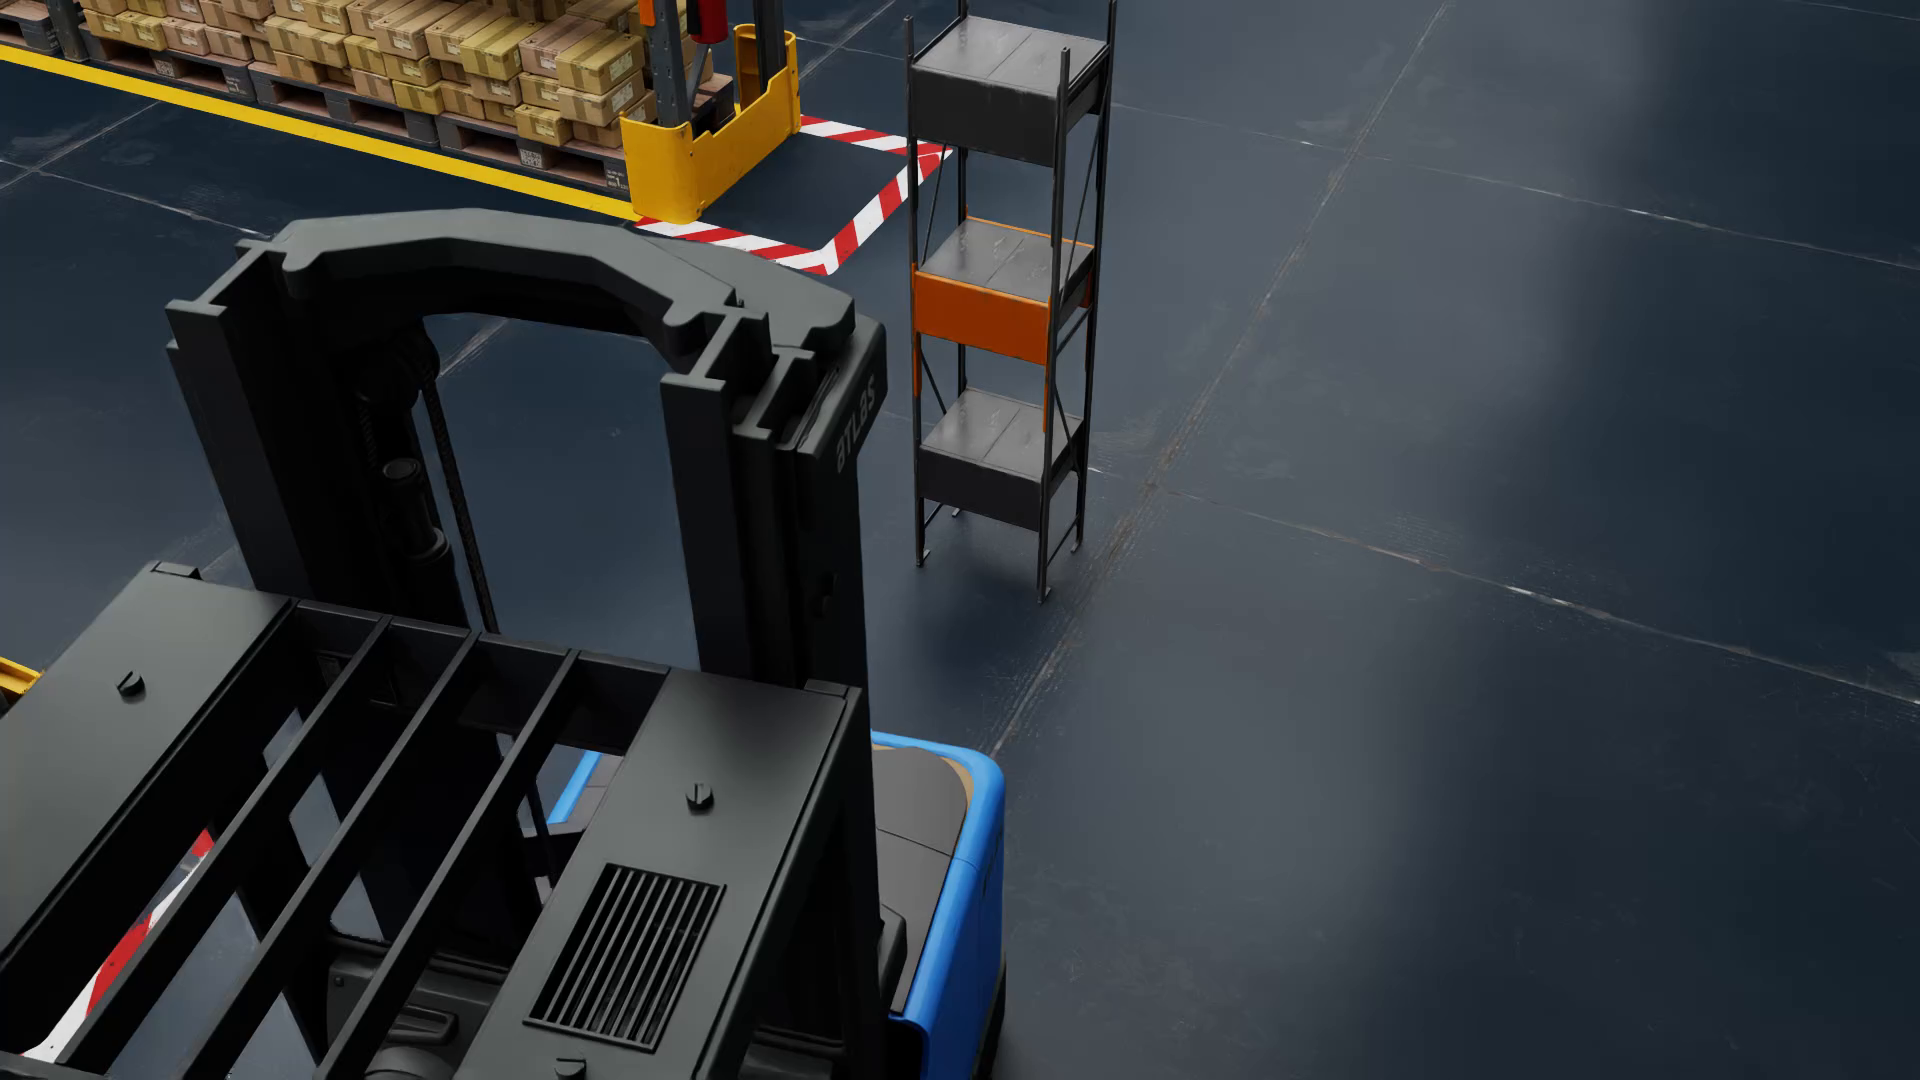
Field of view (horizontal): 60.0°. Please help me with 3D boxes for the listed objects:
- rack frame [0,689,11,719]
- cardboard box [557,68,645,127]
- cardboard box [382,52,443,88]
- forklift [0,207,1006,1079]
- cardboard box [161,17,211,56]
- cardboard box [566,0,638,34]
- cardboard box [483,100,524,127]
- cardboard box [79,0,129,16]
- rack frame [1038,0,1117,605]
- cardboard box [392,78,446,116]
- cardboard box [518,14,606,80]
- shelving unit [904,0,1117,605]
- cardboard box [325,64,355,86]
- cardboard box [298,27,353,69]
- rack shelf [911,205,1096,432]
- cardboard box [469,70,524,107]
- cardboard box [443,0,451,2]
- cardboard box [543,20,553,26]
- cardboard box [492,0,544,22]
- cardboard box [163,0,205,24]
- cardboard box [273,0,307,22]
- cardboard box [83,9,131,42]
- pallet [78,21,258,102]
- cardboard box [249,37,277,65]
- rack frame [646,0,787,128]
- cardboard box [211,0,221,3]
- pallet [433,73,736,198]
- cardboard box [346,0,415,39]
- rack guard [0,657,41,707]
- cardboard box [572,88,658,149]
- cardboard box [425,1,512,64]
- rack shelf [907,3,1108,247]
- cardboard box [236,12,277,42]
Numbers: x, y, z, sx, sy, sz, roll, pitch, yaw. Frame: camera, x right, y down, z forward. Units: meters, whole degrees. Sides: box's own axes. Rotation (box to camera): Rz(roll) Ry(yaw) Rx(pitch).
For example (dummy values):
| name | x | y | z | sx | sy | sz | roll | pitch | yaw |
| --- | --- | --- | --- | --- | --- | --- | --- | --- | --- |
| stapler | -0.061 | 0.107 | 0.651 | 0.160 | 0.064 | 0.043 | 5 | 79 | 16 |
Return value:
| name | x | y | z | sx | sy | sz | roll | pitch | yaw |
| --- | --- | --- | --- | --- | --- | --- | --- | --- | --- |
| rack frame | -3.148 | -0.042 | 4.008 | 0.127 | 3.000 | 1.000 | 17 | 44 | 19 |
| cardboard box | -1.746 | -2.179 | 8.102 | 0.250 | 0.149 | 0.380 | 16 | 43 | 18 |
| cardboard box | -2.692 | -2.457 | 8.424 | 0.250 | 0.149 | 0.380 | 18 | 44 | 19 |
| forklift | -0.728 | 1.082 | 2.763 | 1.130 | 2.935 | 3.031 | 9 | 42 | 10 |
| cardboard box | -4.089 | -2.794 | 9.039 | 0.250 | 0.149 | 0.380 | 17 | 44 | 18 |
| cardboard box | -1.779 | -2.666 | 8.438 | 0.250 | 0.149 | 0.380 | 18 | 44 | 19 |
| cardboard box | -2.191 | -2.247 | 8.408 | 0.250 | 0.149 | 0.380 | 17 | 44 | 18 |
| cardboard box | -4.579 | -3.019 | 9.072 | 0.250 | 0.149 | 0.380 | 19 | 44 | 21 |
| rack frame | 0.371 | -0.680 | 5.431 | 0.015 | 2.100 | 0.400 | 17 | 44 | 19 |
| cardboard box | -2.678 | -2.341 | 8.517 | 0.250 | 0.149 | 0.380 | 15 | 43 | 17 |
| cardboard box | -1.937 | -2.414 | 8.147 | 0.250 | 0.149 | 0.380 | 18 | 44 | 19 |
| shelving unit | 0.150 | -0.748 | 5.509 | 0.503 | 2.100 | 0.431 | 17 | 44 | 19 |
| cardboard box | -3.115 | -2.543 | 8.750 | 0.250 | 0.149 | 0.380 | 18 | 44 | 20 |
| cardboard box | -3.178 | -2.599 | 8.588 | 0.250 | 0.149 | 0.380 | 17 | 44 | 19 |
| rack shelf | 0.150 | -0.737 | 5.518 | 0.480 | 0.518 | 0.431 | 17 | 44 | 19 |
| cardboard box | -2.218 | -2.322 | 8.267 | 0.250 | 0.149 | 0.380 | 15 | 43 | 17 |
| cardboard box | -2.679 | -3.014 | 8.839 | 0.250 | 0.149 | 0.380 | 18 | 44 | 19 |
| cardboard box | -1.997 | -2.624 | 8.616 | 0.250 | 0.149 | 0.380 | 18 | 44 | 19 |
| cardboard box | -2.213 | -2.832 | 8.628 | 0.250 | 0.149 | 0.380 | 15 | 43 | 17 |
| cardboard box | -4.076 | -2.957 | 9.000 | 0.250 | 0.149 | 0.380 | 17 | 44 | 18 |
| cardboard box | -3.349 | -2.847 | 8.647 | 0.250 | 0.149 | 0.380 | 15 | 43 | 17 |
| cardboard box | -4.578 | -2.906 | 9.168 | 0.250 | 0.149 | 0.380 | 15 | 43 | 17 |
| pallet | -4.148 | -2.897 | 9.431 | 1.213 | 0.211 | 1.003 | 17 | 44 | 19 |
| cardboard box | -3.580 | -2.700 | 8.931 | 0.250 | 0.149 | 0.380 | 15 | 43 | 17 |
| rack frame | -1.147 | -3.008 | 7.431 | 0.127 | 3.000 | 1.000 | 17 | 44 | 19 |
| cardboard box | -3.827 | -2.993 | 8.815 | 0.250 | 0.149 | 0.380 | 16 | 43 | 18 |
| pallet | -1.937 | -2.222 | 8.652 | 1.213 | 0.211 | 1.003 | 17 | 44 | 19 |
| cardboard box | -2.893 | -2.700 | 8.477 | 0.250 | 0.149 | 0.380 | 16 | 43 | 17 |
| rack guard | -3.127 | 0.909 | 4.820 | 0.348 | 0.500 | 1.175 | 17 | 44 | 19 |
| cardboard box | -1.712 | -2.112 | 8.252 | 0.250 | 0.149 | 0.380 | 18 | 44 | 19 |
| cardboard box | -2.434 | -2.520 | 8.269 | 0.250 | 0.149 | 0.380 | 15 | 43 | 17 |
| rack shelf | 0.150 | -1.266 | 5.060 | 0.480 | 0.518 | 0.431 | 17 | 44 | 19 |
| cardboard box | -3.593 | -2.790 | 8.808 | 0.250 | 0.149 | 0.380 | 19 | 44 | 21 |
